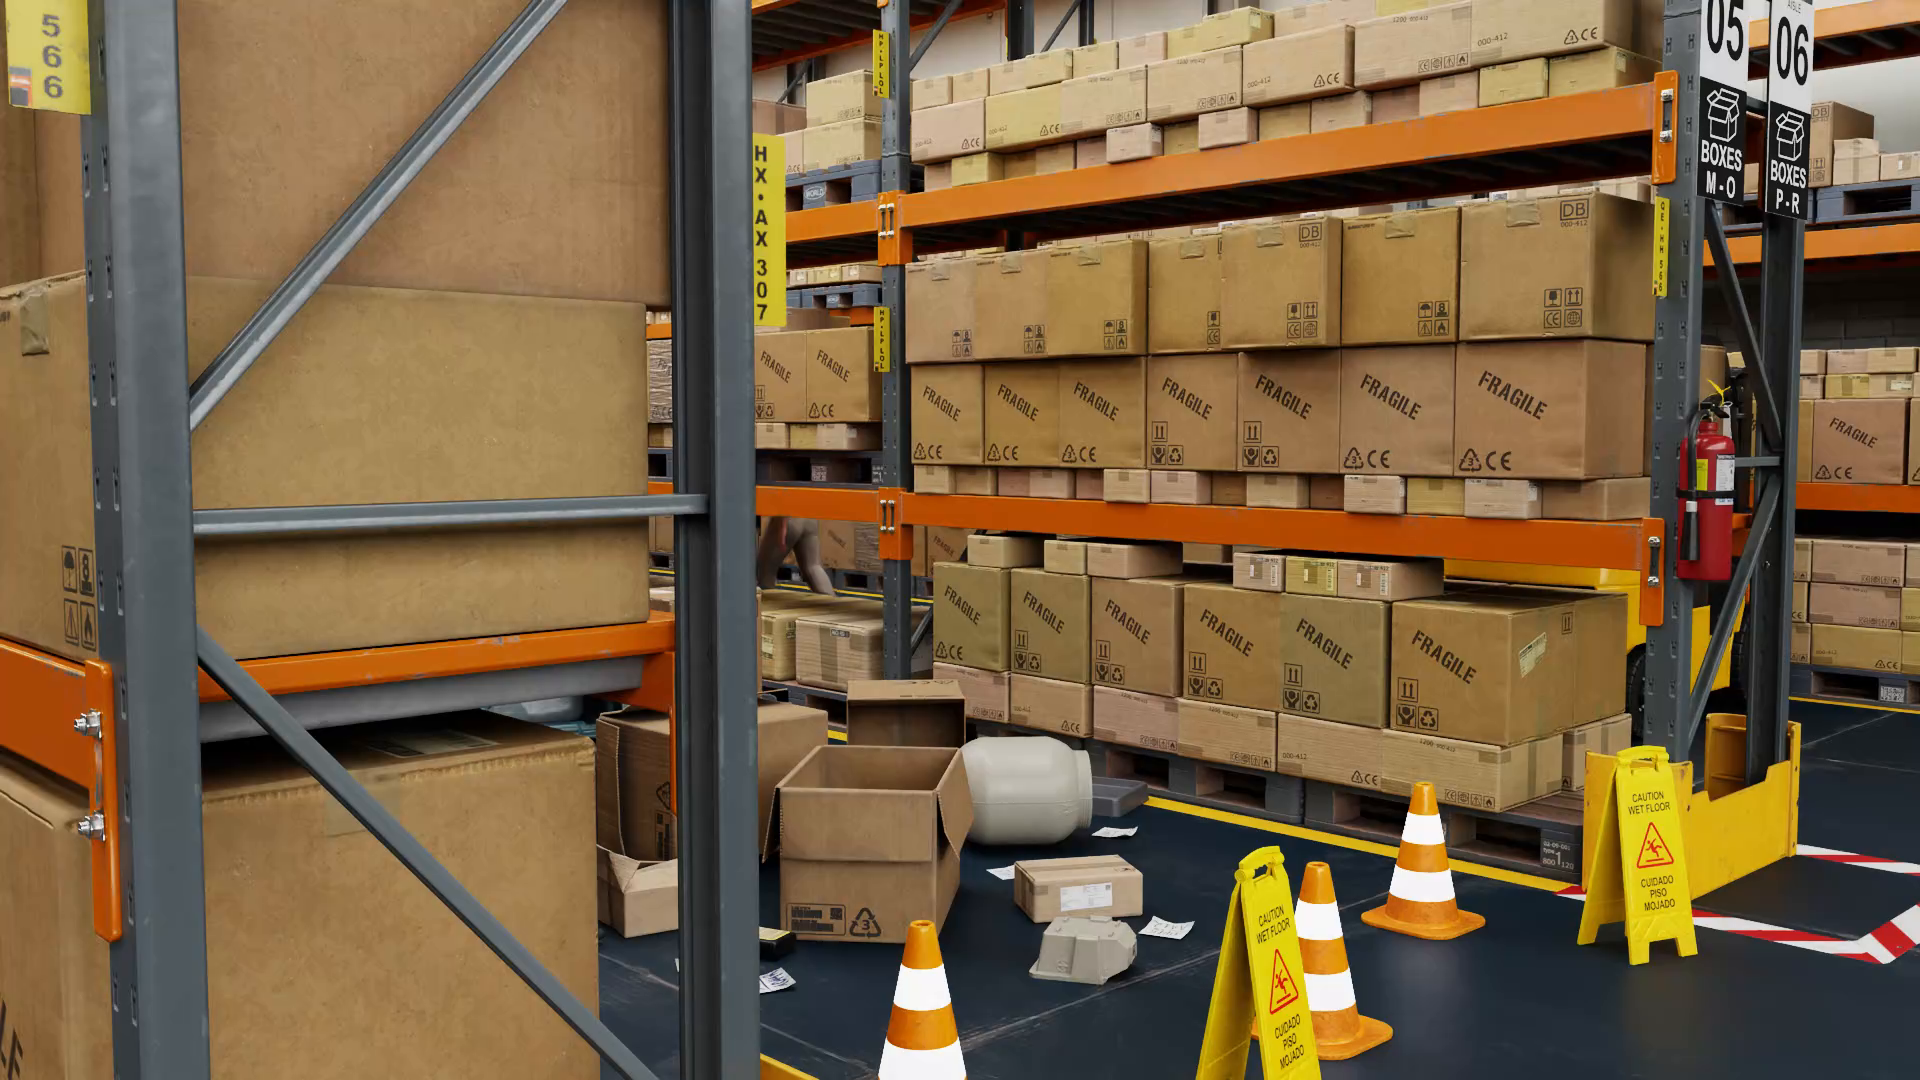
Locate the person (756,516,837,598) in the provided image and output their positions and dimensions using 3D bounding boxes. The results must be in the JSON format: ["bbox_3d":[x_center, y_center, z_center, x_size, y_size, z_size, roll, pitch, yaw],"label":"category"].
[{"bbox_3d":[-1.371,-0.127,13.257,1.039,1.670,0.565,3,5,39],"label":"person"}]
